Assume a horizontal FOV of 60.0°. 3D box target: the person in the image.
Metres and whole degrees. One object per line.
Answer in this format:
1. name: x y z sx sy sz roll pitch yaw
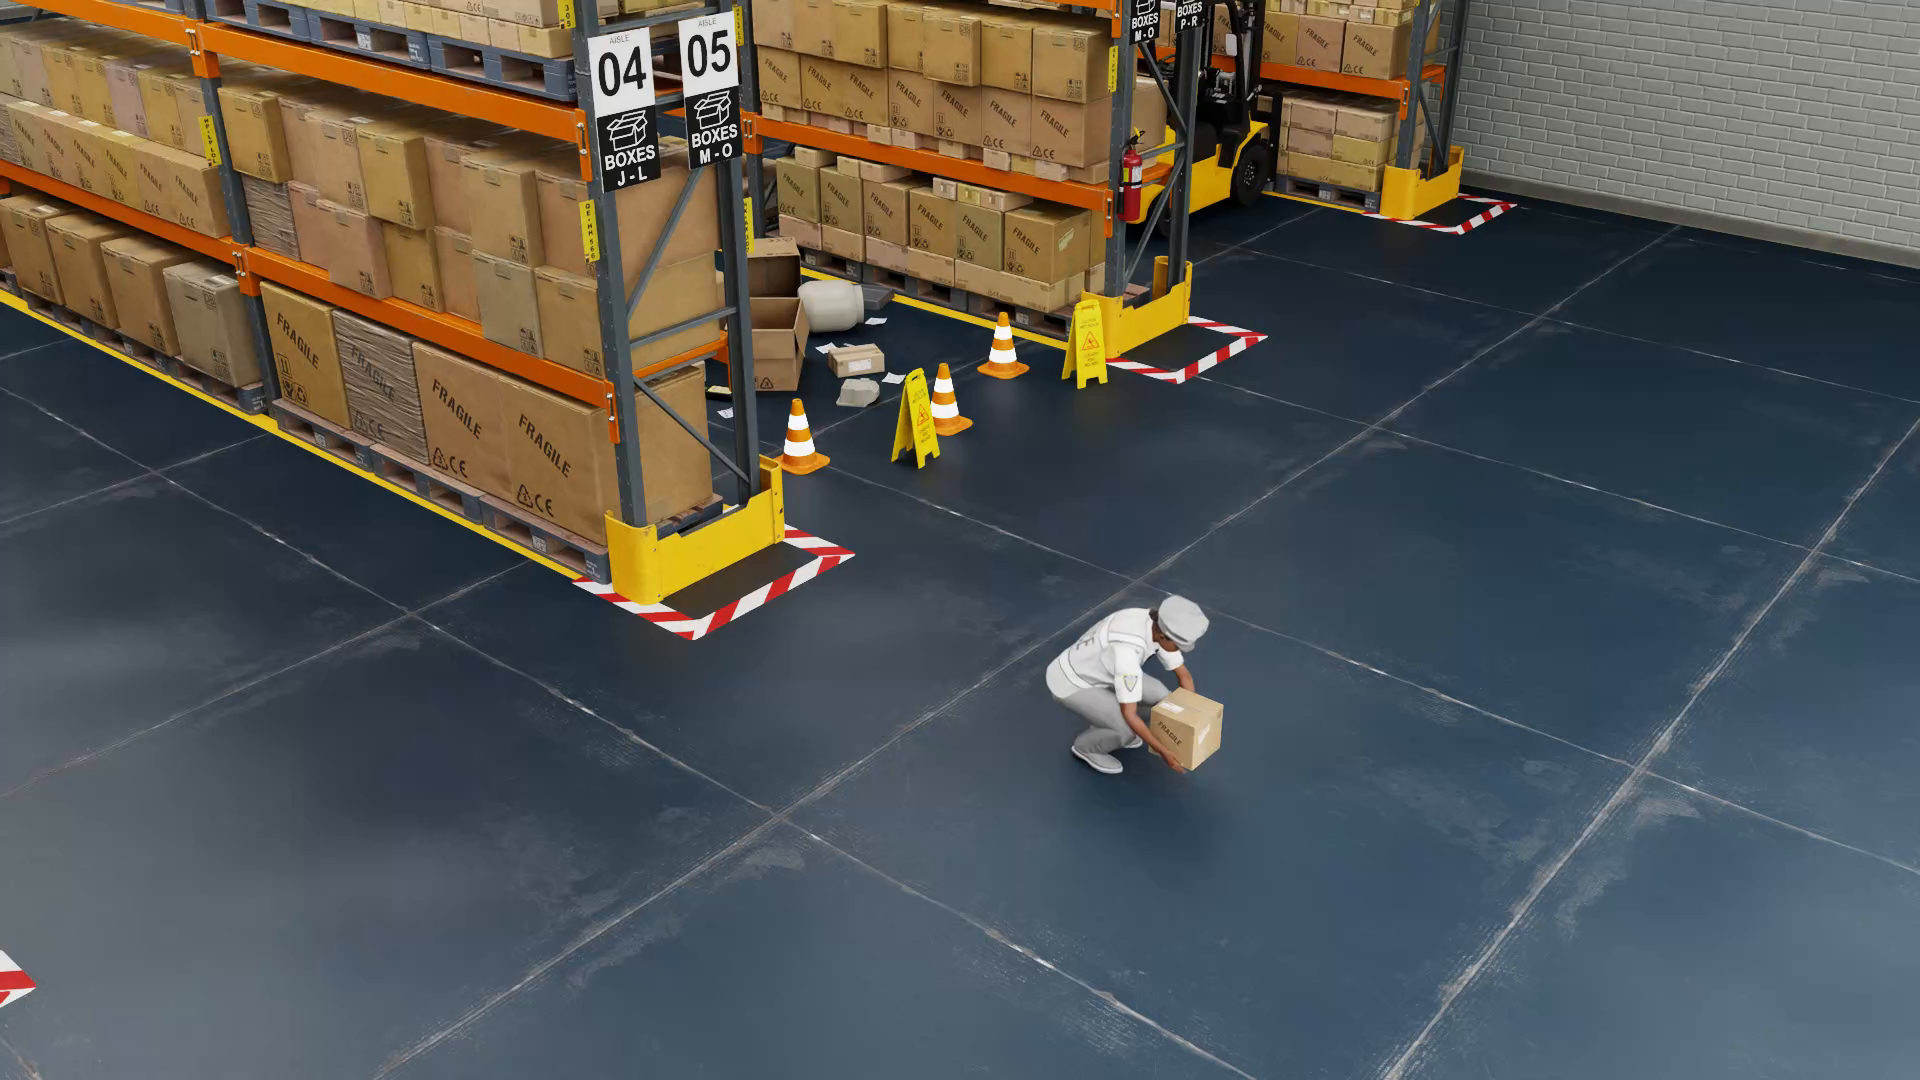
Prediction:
1. person: 0.824 0.678 8.103 0.832 0.952 0.512 21 34 34
